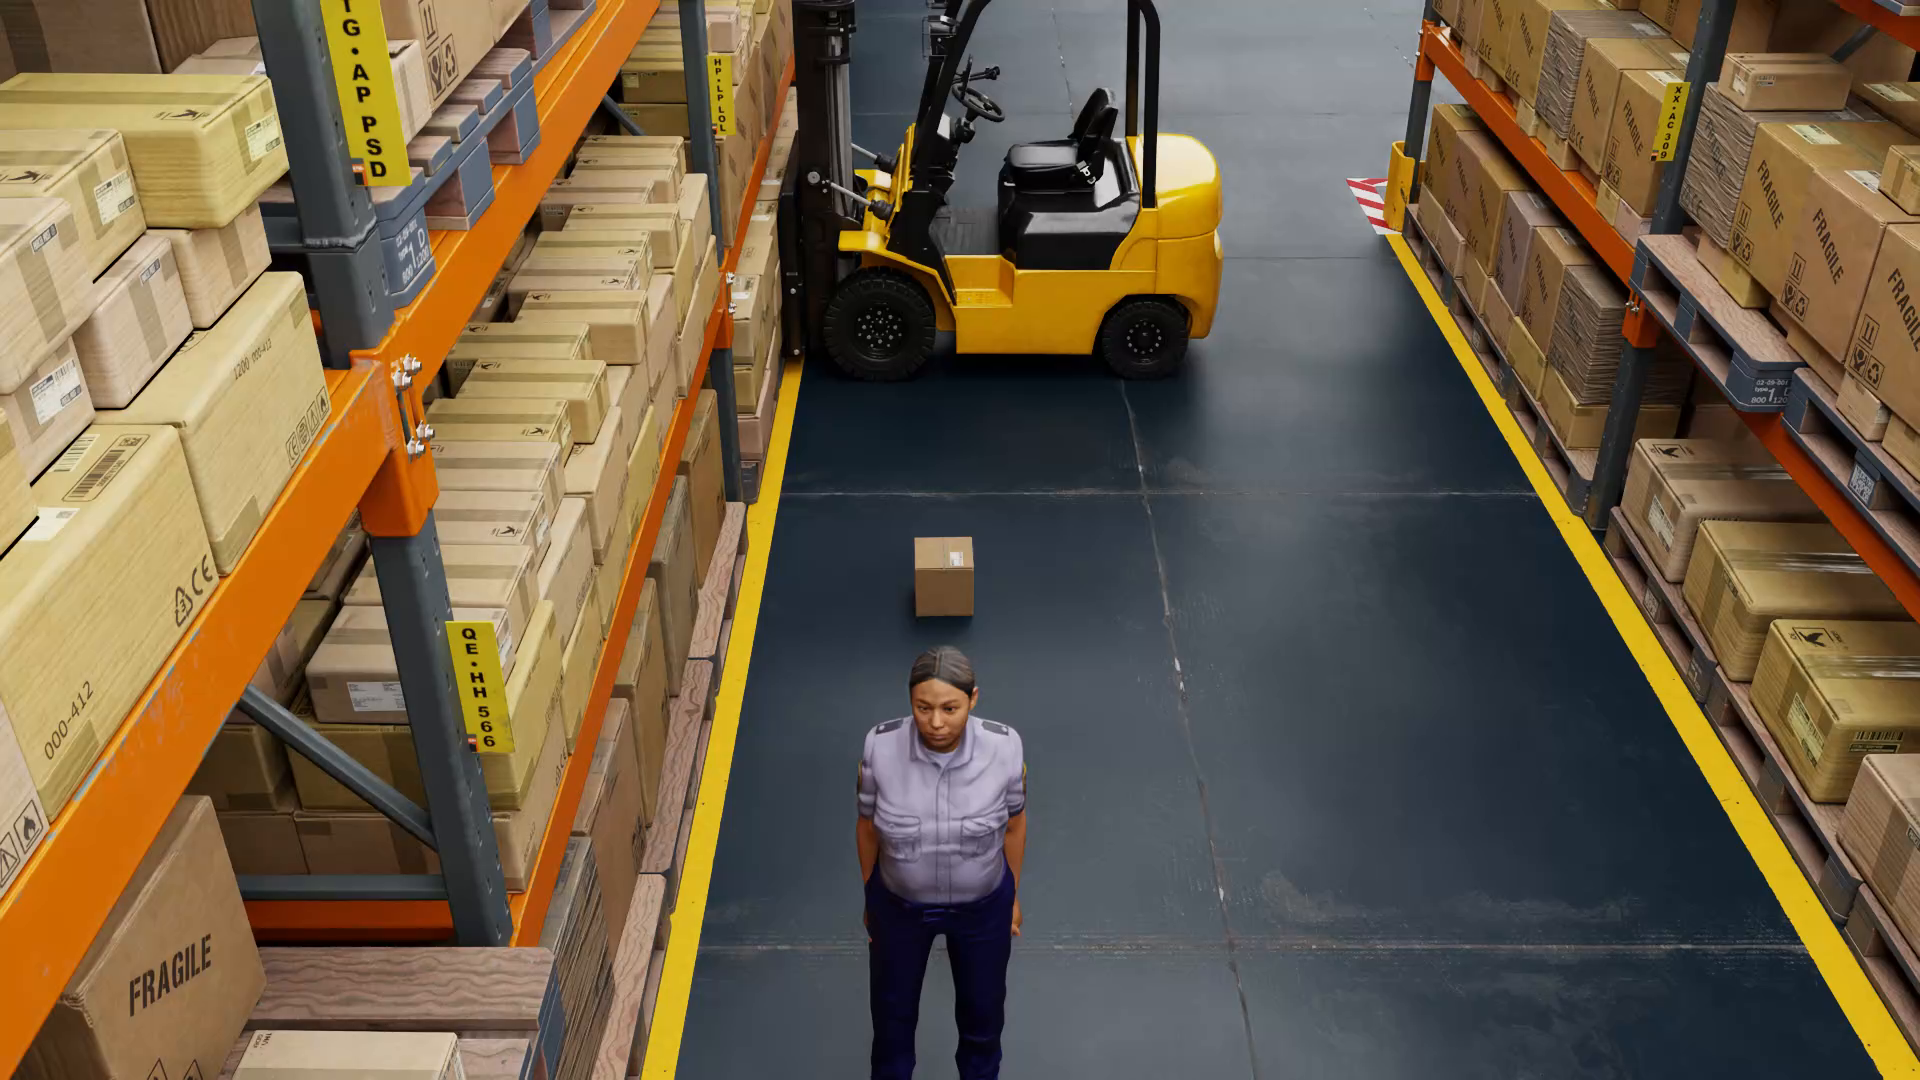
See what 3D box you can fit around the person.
[{"bbox_3d":[-0.060,1.001,4.548,0.480,1.632,0.364,-1,32,-2],"label":"person"}]
